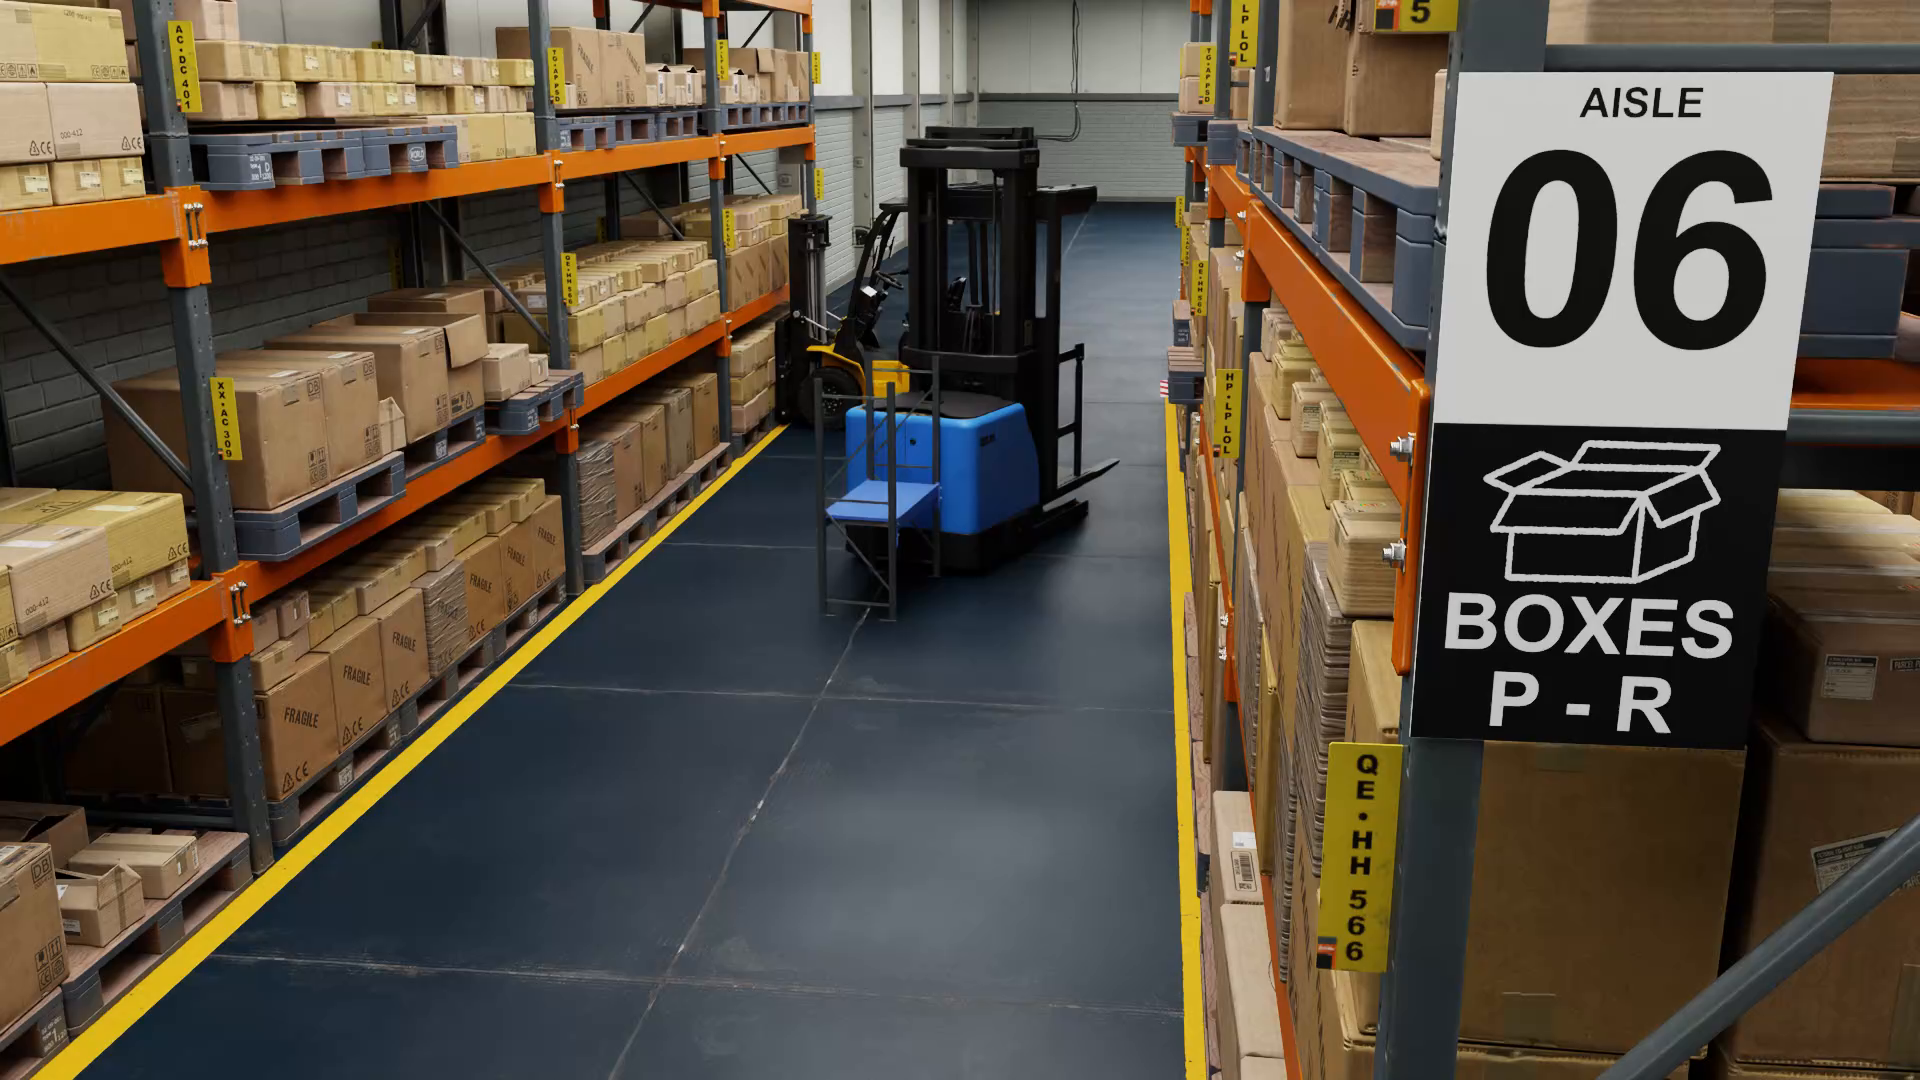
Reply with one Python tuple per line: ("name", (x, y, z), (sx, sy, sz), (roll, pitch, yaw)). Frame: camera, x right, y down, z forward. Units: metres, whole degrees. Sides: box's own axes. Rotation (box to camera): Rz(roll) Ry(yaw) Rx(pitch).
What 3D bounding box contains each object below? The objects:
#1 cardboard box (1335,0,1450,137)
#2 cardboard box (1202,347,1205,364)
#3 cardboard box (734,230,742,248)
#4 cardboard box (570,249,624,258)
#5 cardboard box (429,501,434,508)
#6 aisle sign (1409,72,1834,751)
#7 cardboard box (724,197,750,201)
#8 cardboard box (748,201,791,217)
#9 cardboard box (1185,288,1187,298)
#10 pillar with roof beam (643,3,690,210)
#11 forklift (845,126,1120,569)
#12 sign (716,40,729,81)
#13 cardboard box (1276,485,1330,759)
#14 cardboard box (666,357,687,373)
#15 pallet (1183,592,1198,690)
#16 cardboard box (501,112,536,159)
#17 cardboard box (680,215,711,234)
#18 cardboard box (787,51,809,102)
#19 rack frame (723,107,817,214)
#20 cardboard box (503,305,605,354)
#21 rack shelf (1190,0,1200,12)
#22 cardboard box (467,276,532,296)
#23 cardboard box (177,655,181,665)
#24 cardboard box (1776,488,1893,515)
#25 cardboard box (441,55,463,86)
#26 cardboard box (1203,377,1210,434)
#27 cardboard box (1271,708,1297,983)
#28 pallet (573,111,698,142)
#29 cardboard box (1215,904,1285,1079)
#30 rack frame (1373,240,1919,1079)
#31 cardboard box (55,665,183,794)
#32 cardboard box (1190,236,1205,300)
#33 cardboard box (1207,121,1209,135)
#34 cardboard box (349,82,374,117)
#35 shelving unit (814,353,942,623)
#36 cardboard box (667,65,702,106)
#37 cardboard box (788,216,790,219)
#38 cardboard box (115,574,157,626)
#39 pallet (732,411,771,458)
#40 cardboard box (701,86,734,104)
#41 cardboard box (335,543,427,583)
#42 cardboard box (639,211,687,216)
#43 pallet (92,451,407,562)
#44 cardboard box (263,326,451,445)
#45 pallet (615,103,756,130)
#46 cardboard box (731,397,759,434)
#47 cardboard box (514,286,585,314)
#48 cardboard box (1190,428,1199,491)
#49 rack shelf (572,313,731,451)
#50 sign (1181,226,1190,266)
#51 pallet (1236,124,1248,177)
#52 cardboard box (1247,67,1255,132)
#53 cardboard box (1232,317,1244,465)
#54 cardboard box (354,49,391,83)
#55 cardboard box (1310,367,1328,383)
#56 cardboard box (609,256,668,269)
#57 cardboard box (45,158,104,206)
("cardboard box", (1.397, -1.322, 4.365), (0.797, 0.503, 0.637), (3, 15, 11))
("cardboard box", (1.730, -1.207, 10.554), (0.380, 0.149, 0.250), (2, 15, 7))
("cardboard box", (-2.186, -2.716, 15.026), (0.380, 0.149, 0.250), (2, 15, 6))
("cardboard box", (-2.885, -2.221, 13.195), (0.380, 0.149, 0.250), (2, 15, 6))
("cardboard box", (-3.389, -0.222, 9.977), (0.380, 0.149, 0.250), (2, 15, 8))
("aisle sign", (0.749, -0.132, 1.923), (0.394, 0.787, 0.004), (2, 15, 6))
("cardboard box", (-2.391, -3.470, 17.244), (0.380, 0.149, 0.250), (2, 15, 7))
("cardboard box", (-1.913, -3.321, 16.692), (0.380, 0.149, 0.250), (2, 15, 8))
("cardboard box", (2.316, -2.367, 15.650), (0.380, 0.149, 0.250), (2, 15, 7))
("pillar with roof beam", (1.242, -5.797, 16.360), (9.100, 9.000, 0.400), (2, 15, 6))
("forklift", (0.328, -1.555, 12.296), (1.130, 2.935, 3.031), (8, 17, 27))
("sign", (-1.973, -3.980, 13.795), (0.100, 0.325, 0.005), (2, 15, 6))
("cardboard box", (0.972, 0.186, 3.621), (0.500, 0.500, 0.500), (2, 15, 6))
("cardboard box", (-2.650, -1.636, 15.012), (0.500, 0.250, 0.500), (2, 15, 7))
("pallet", (1.804, 0.587, 9.587), (1.003, 0.211, 1.213), (2, 15, 6))
("cardboard box", (-2.781, -2.342, 9.618), (0.500, 0.250, 0.500), (1, 15, 4))
("cardboard box", (-2.260, -2.794, 14.745), (0.380, 0.149, 0.250), (2, 15, 7))
("cardboard box", (-1.869, -4.807, 17.258), (0.500, 0.500, 0.500), (2, 15, 8))
("rack frame", (-2.062, -3.182, 18.182), (1.000, 3.000, 0.127), (2, 15, 6))
("cardboard box", (-2.647, -1.383, 10.859), (0.500, 0.250, 0.500), (2, 15, 6))
("rack shelf", (2.645, -5.065, 15.038), (1.077, 0.370, 4.000), (2, 15, 6))
("cardboard box", (-3.120, -1.695, 11.250), (0.380, 0.149, 0.250), (2, 15, 6))
("cardboard box", (-3.636, 0.449, 7.496), (0.380, 0.149, 0.250), (2, 15, 6))
("cardboard box", (1.494, -0.018, 3.131), (0.380, 0.149, 0.250), (1, 15, 4))
("cardboard box", (-2.829, -2.449, 8.681), (0.380, 0.149, 0.250), (1, 15, 5))
("cardboard box", (1.663, -0.770, 9.549), (0.500, 0.250, 0.500), (1, 15, 5))
("cardboard box", (0.977, 0.669, 3.751), (0.500, 0.500, 0.500), (2, 15, 8))
("pallet", (-2.600, -3.271, 13.131), (0.805, 0.209, 1.217), (1, 15, 4))
("cardboard box", (1.239, 1.502, 4.965), (0.875, 0.438, 0.875), (1, 15, 5))
("rack frame", (1.065, 1.113, 2.298), (1.000, 3.000, 0.127), (2, 15, 6))
("cardboard box", (-3.654, 0.799, 7.446), (0.500, 0.500, 0.500), (2, 15, 6))
("cardboard box", (1.909, -1.889, 11.836), (0.500, 0.500, 0.500), (1, 15, 4))
("cardboard box", (2.152, -3.417, 13.786), (0.380, 0.149, 0.250), (2, 15, 7))
("cardboard box", (-2.874, -1.978, 7.469), (0.380, 0.149, 0.250), (2, 15, 6))
("shelving unit", (-0.506, -0.360, 10.621), (0.538, 1.500, 1.048), (4, 16, 14))
("cardboard box", (-2.352, -3.605, 13.177), (0.500, 0.311, 0.500), (1, 15, 4))
("cardboard box", (-1.951, -3.248, 16.994), (0.380, 0.149, 0.250), (2, 15, 6))
("cardboard box", (-3.209, 0.210, 6.119), (0.380, 0.149, 0.250), (2, 15, 8))
("pallet", (-2.382, -1.003, 15.467), (1.003, 0.211, 1.213), (2, 15, 6))
("cardboard box", (-2.161, -3.829, 14.316), (0.380, 0.149, 0.250), (2, 15, 7))
("cardboard box", (-3.024, 0.125, 8.695), (0.380, 0.149, 0.250), (2, 15, 6))
("cardboard box", (-2.725, -2.941, 15.286), (0.380, 0.149, 0.250), (1, 15, 5))
("pallet", (-3.217, -0.181, 7.451), (1.003, 0.211, 1.213), (2, 15, 6))
("cardboard box", (-2.992, -0.777, 8.293), (0.700, 0.500, 0.500), (2, 15, 6))
("pallet", (-2.442, -3.771, 14.786), (1.003, 0.211, 1.213), (2, 15, 6))
("cardboard box", (-2.129, -1.135, 15.077), (0.500, 0.250, 0.500), (2, 15, 7))
("cardboard box", (-2.636, -1.542, 10.684), (0.380, 0.149, 0.250), (2, 15, 8))
("cardboard box", (2.285, -0.611, 12.903), (0.950, 0.372, 0.625), (3, 15, 10))
("rack shelf", (-2.739, -1.278, 12.521), (1.077, 0.370, 4.000), (2, 15, 6))
("sign", (1.879, -2.431, 13.747), (0.100, 0.325, 0.005), (2, 15, 6))
("pallet", (1.825, -1.860, 7.908), (1.003, 0.211, 1.213), (2, 15, 9))
("cardboard box", (1.408, -1.767, 6.568), (0.500, 0.311, 0.500), (2, 15, 6))
("cardboard box", (1.318, -0.578, 6.447), (0.500, 0.500, 0.500), (2, 15, 8))
("cardboard box", (-2.869, -2.191, 7.689), (0.380, 0.149, 0.250), (2, 15, 7))
("cardboard box", (1.129, -0.361, 4.401), (0.380, 0.149, 0.250), (2, 15, 6))
("cardboard box", (-2.446, -2.078, 12.667), (0.380, 0.149, 0.250), (2, 15, 7))
("cardboard box", (-3.193, -1.231, 5.702), (0.380, 0.149, 0.250), (2, 15, 6))
